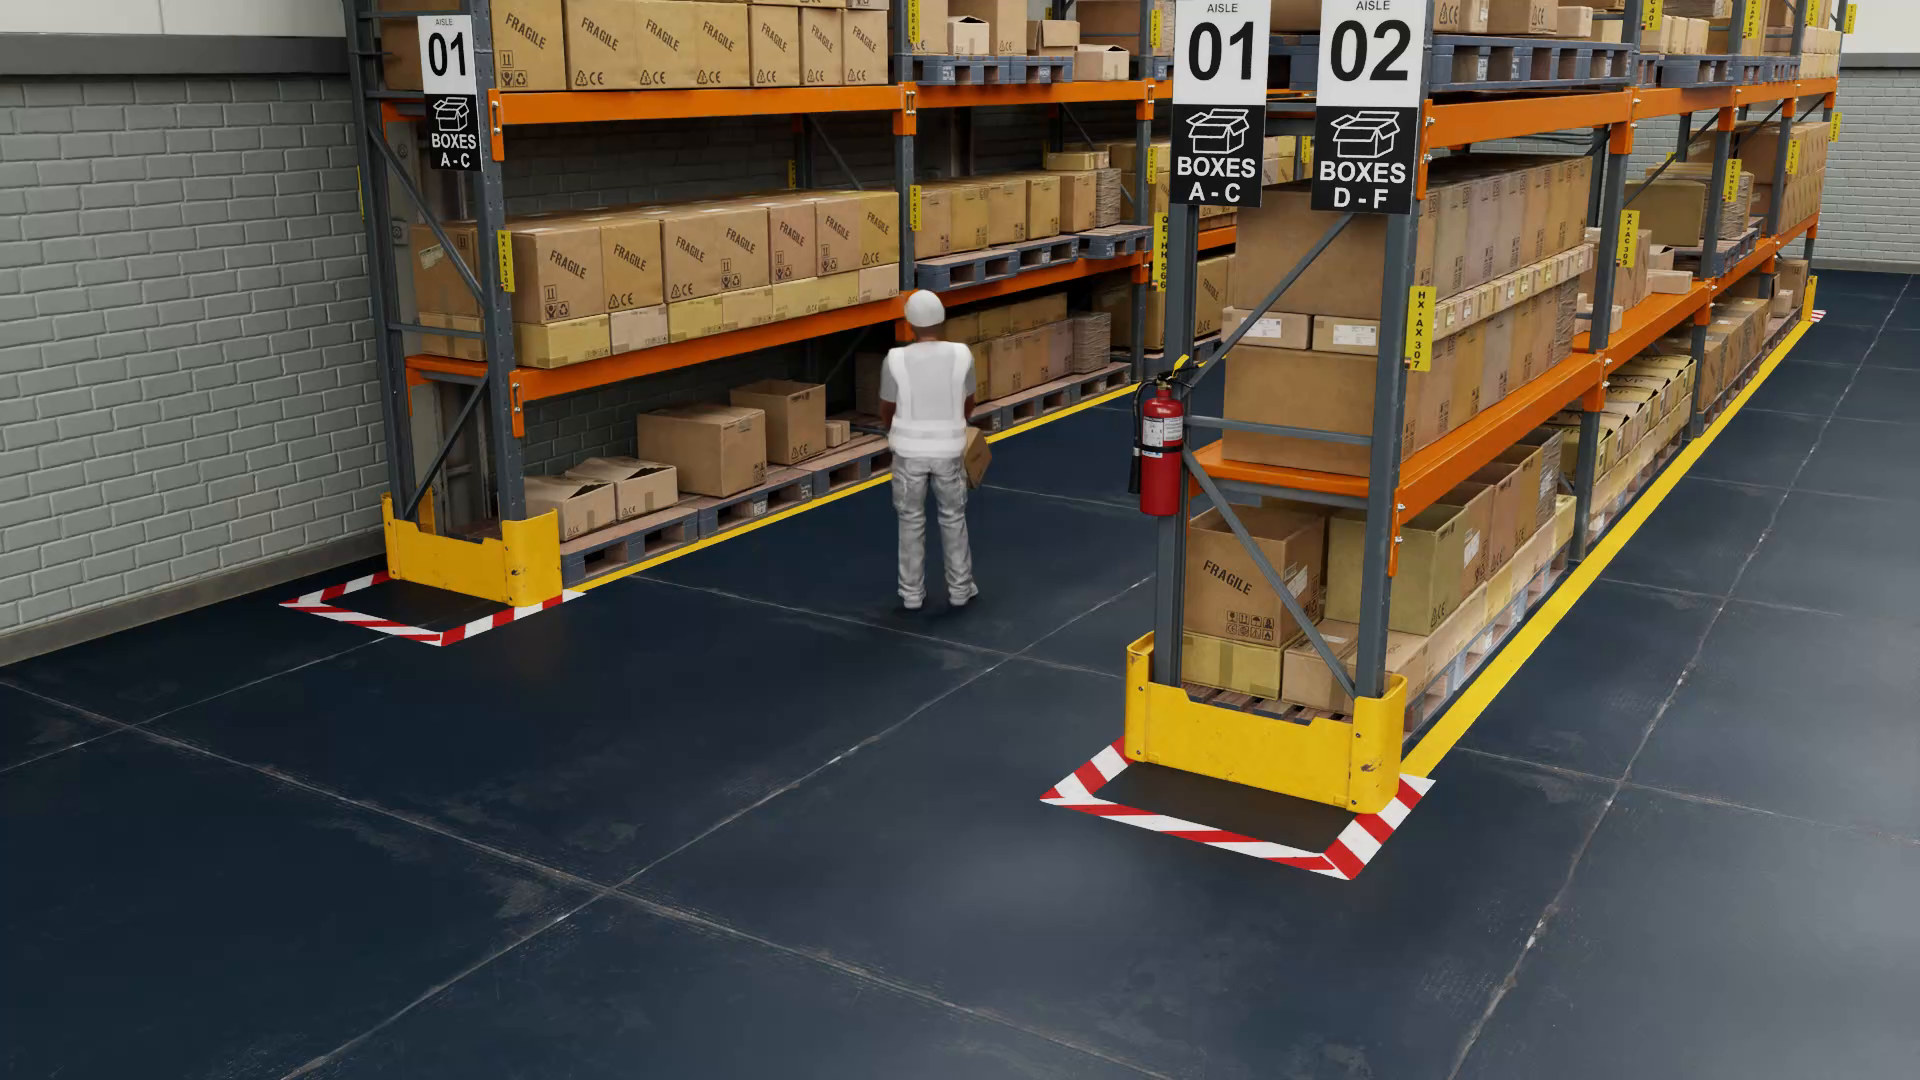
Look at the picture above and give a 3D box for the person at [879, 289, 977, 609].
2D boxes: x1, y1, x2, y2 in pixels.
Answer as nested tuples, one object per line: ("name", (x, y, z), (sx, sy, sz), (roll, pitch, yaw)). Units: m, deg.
("person", (-0.167, -0.505, 9.205), (0.587, 1.793, 0.488), (-4, 17, -15))
